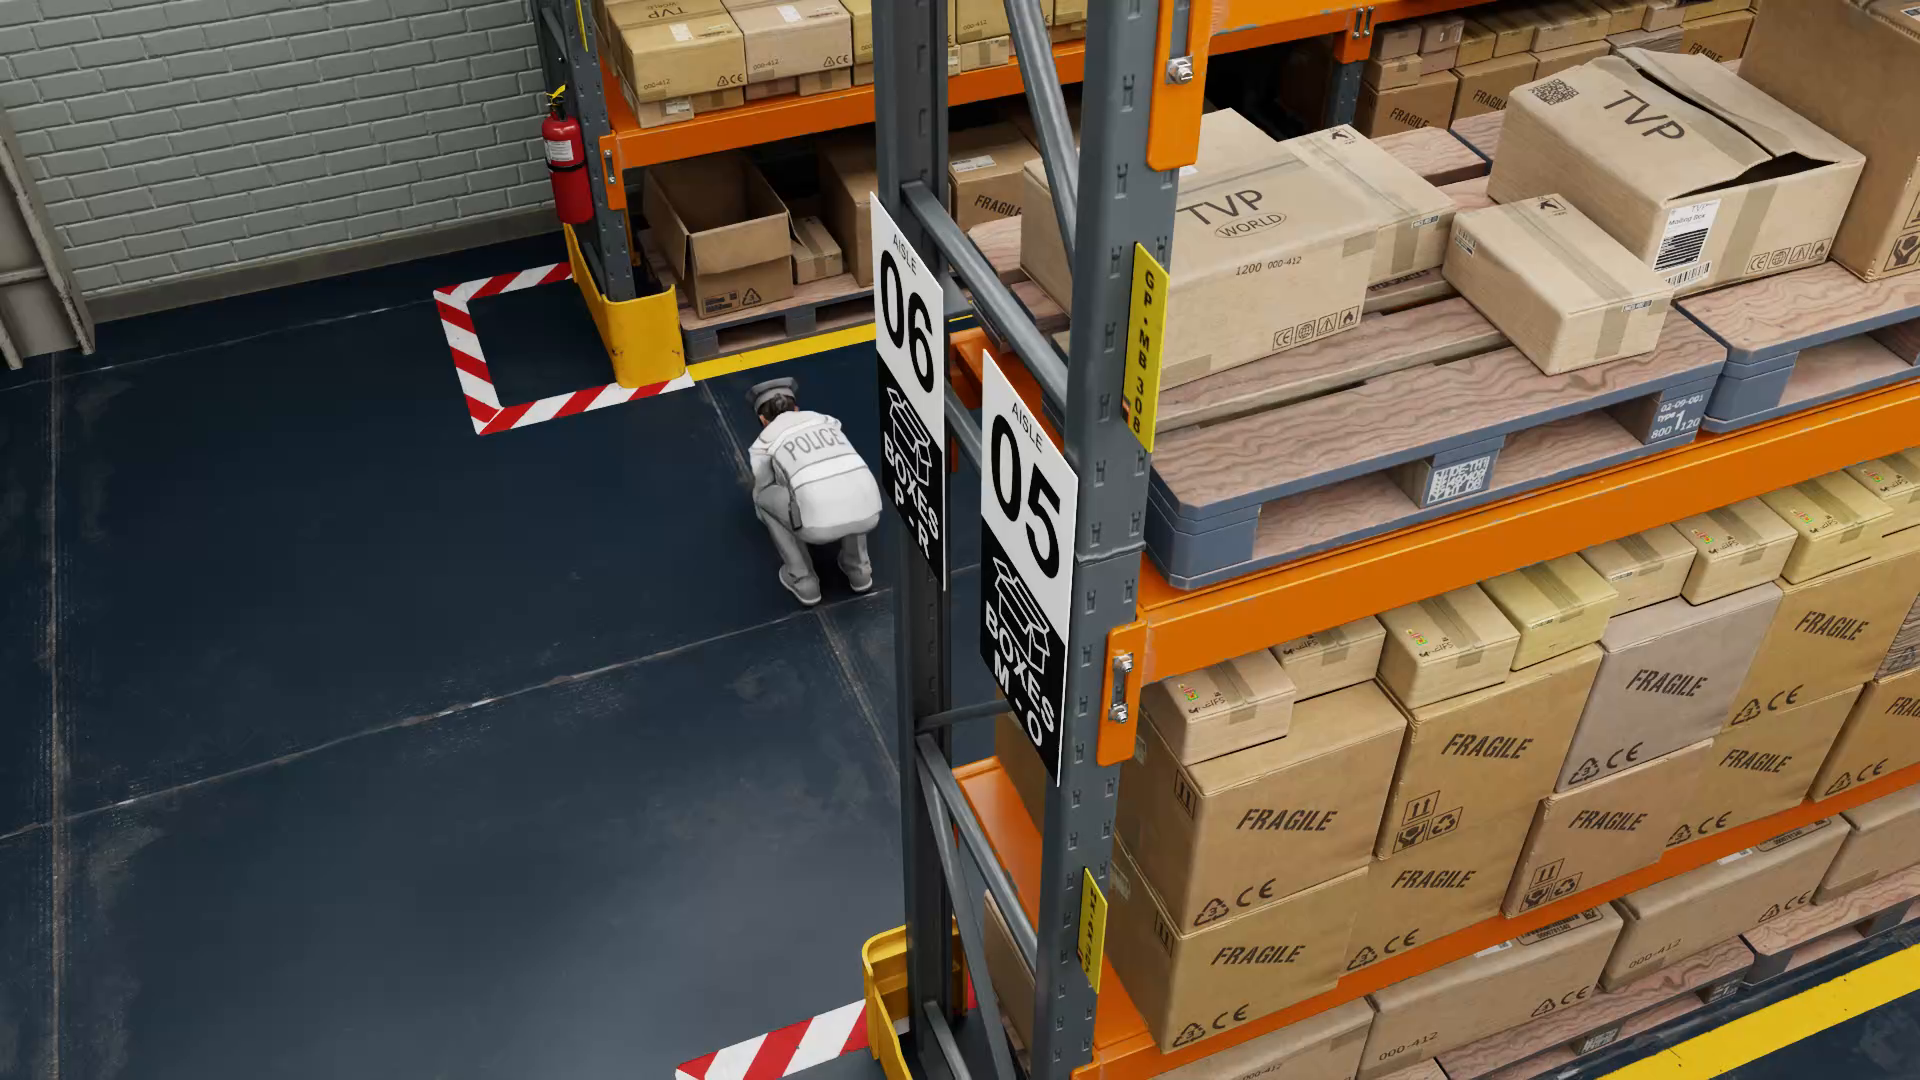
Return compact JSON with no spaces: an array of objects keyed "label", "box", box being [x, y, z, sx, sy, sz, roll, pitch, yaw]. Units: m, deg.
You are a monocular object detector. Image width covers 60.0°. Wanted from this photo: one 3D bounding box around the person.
[{"label":"person","box":[-0.640,-0.198,7.077,0.456,0.762,0.915,-17,45,-18]}]
